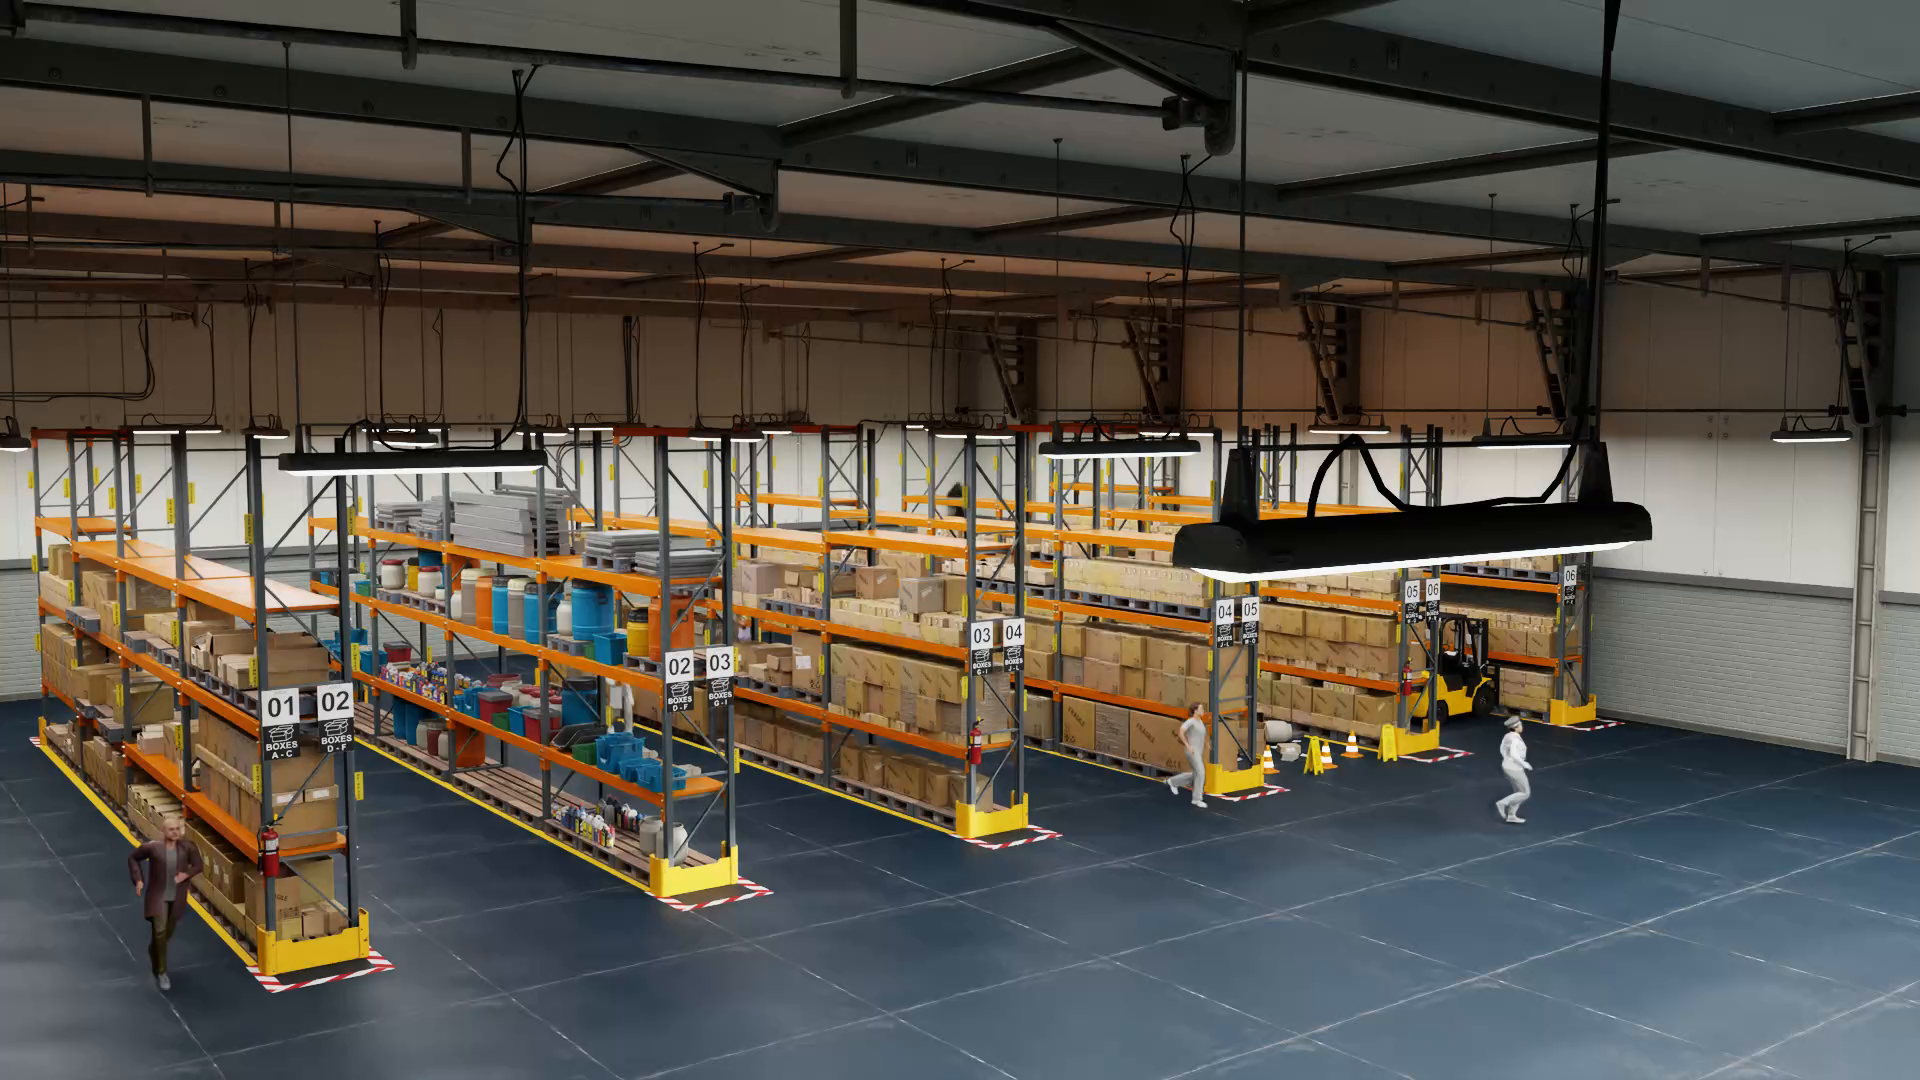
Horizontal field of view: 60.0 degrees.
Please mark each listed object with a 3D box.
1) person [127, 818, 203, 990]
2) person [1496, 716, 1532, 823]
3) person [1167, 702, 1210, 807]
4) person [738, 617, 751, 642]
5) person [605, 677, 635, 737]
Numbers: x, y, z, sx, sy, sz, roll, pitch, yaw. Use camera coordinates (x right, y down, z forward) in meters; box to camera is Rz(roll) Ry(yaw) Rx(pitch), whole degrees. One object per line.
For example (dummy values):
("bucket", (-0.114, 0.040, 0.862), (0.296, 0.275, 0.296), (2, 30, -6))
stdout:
("person", (-8.837, 4.005, 18.561), (0.713, 1.828, 0.947), (-4, 6, -41))
("person", (8.453, 3.507, 25.447), (0.543, 1.652, 0.601), (0, 4, -2))
("person", (3.737, 3.427, 26.834), (0.787, 1.649, 0.600), (3, 5, 34))
("person", (-4.951, 2.567, 37.894), (0.613, 1.640, 0.753), (-3, 5, -34))
("person", (-6.483, 2.953, 31.691), (0.710, 1.790, 1.043), (-3, 6, -38))
